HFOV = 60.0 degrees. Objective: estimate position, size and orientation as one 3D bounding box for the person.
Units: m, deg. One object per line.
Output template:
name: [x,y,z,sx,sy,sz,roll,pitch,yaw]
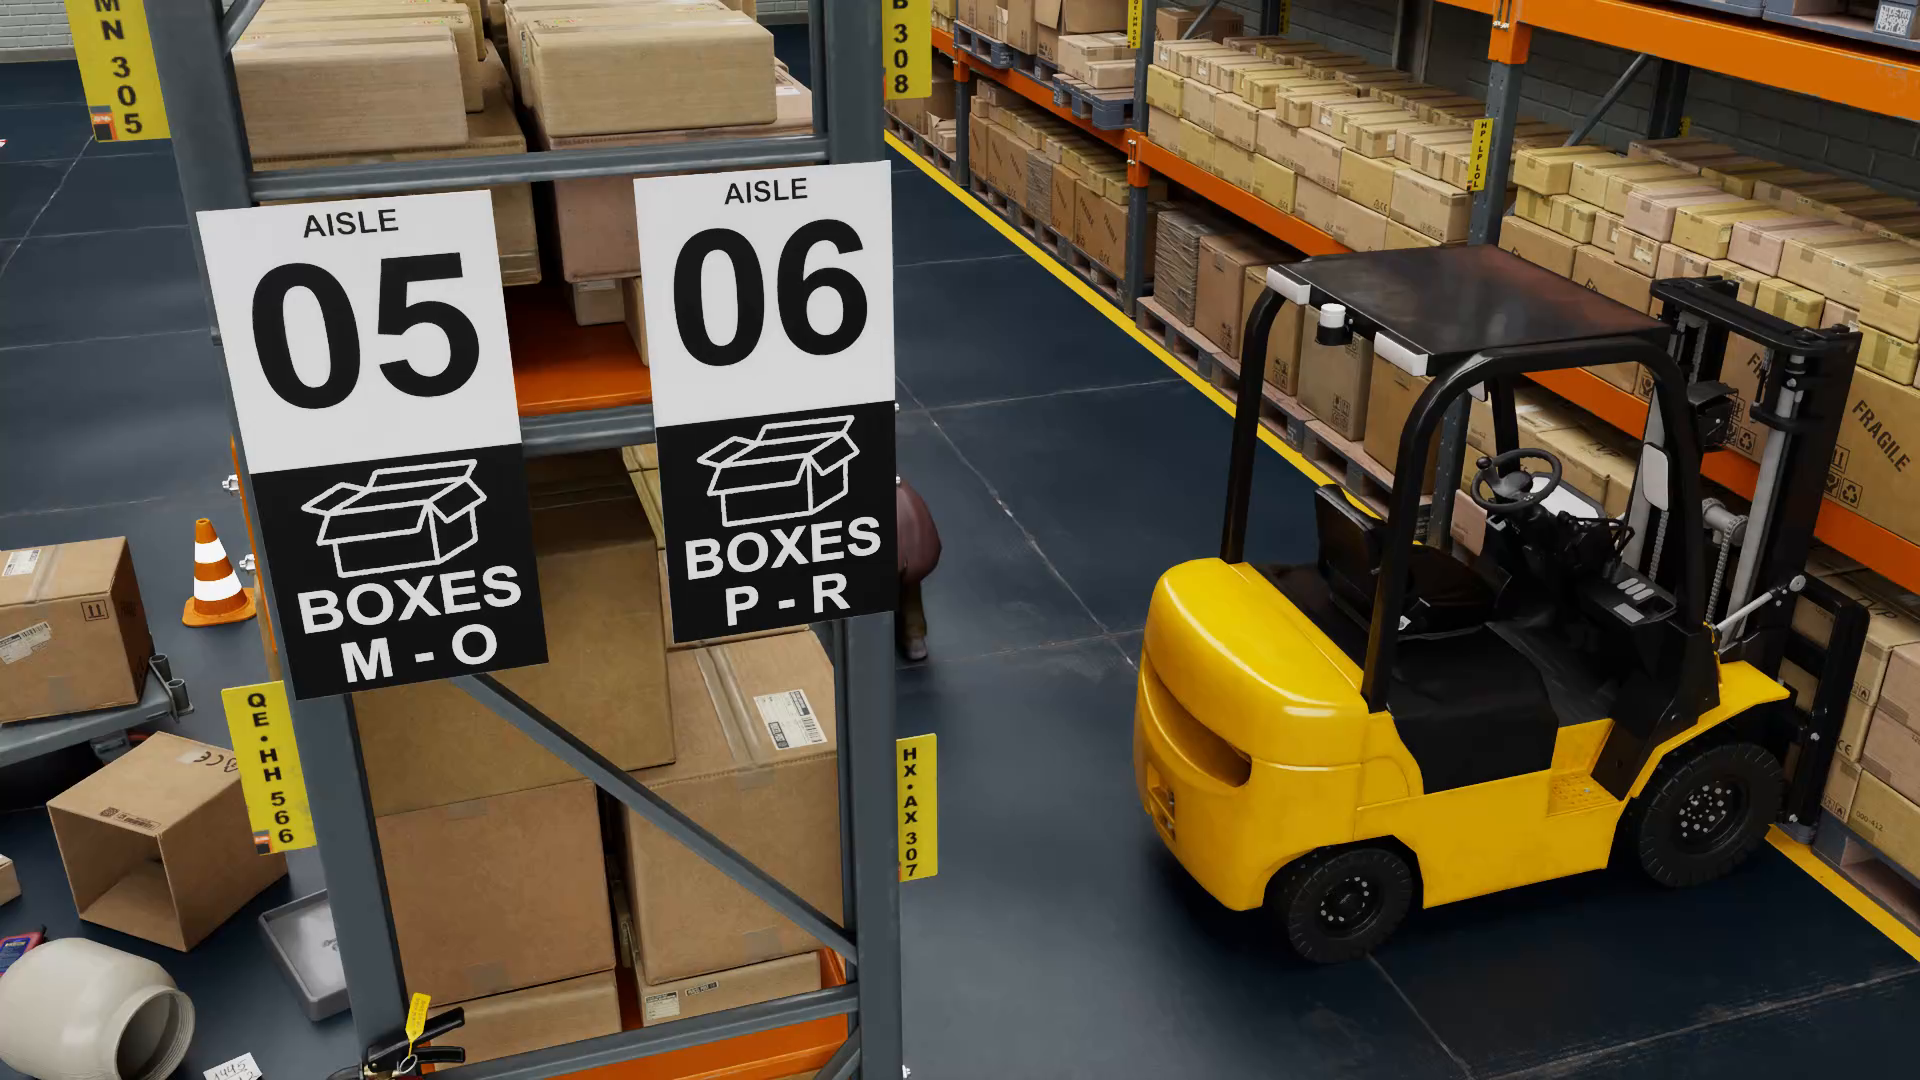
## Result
person: [-0.422,0.074,7.597,0.581,0.836,0.951,-10,28,-20]
